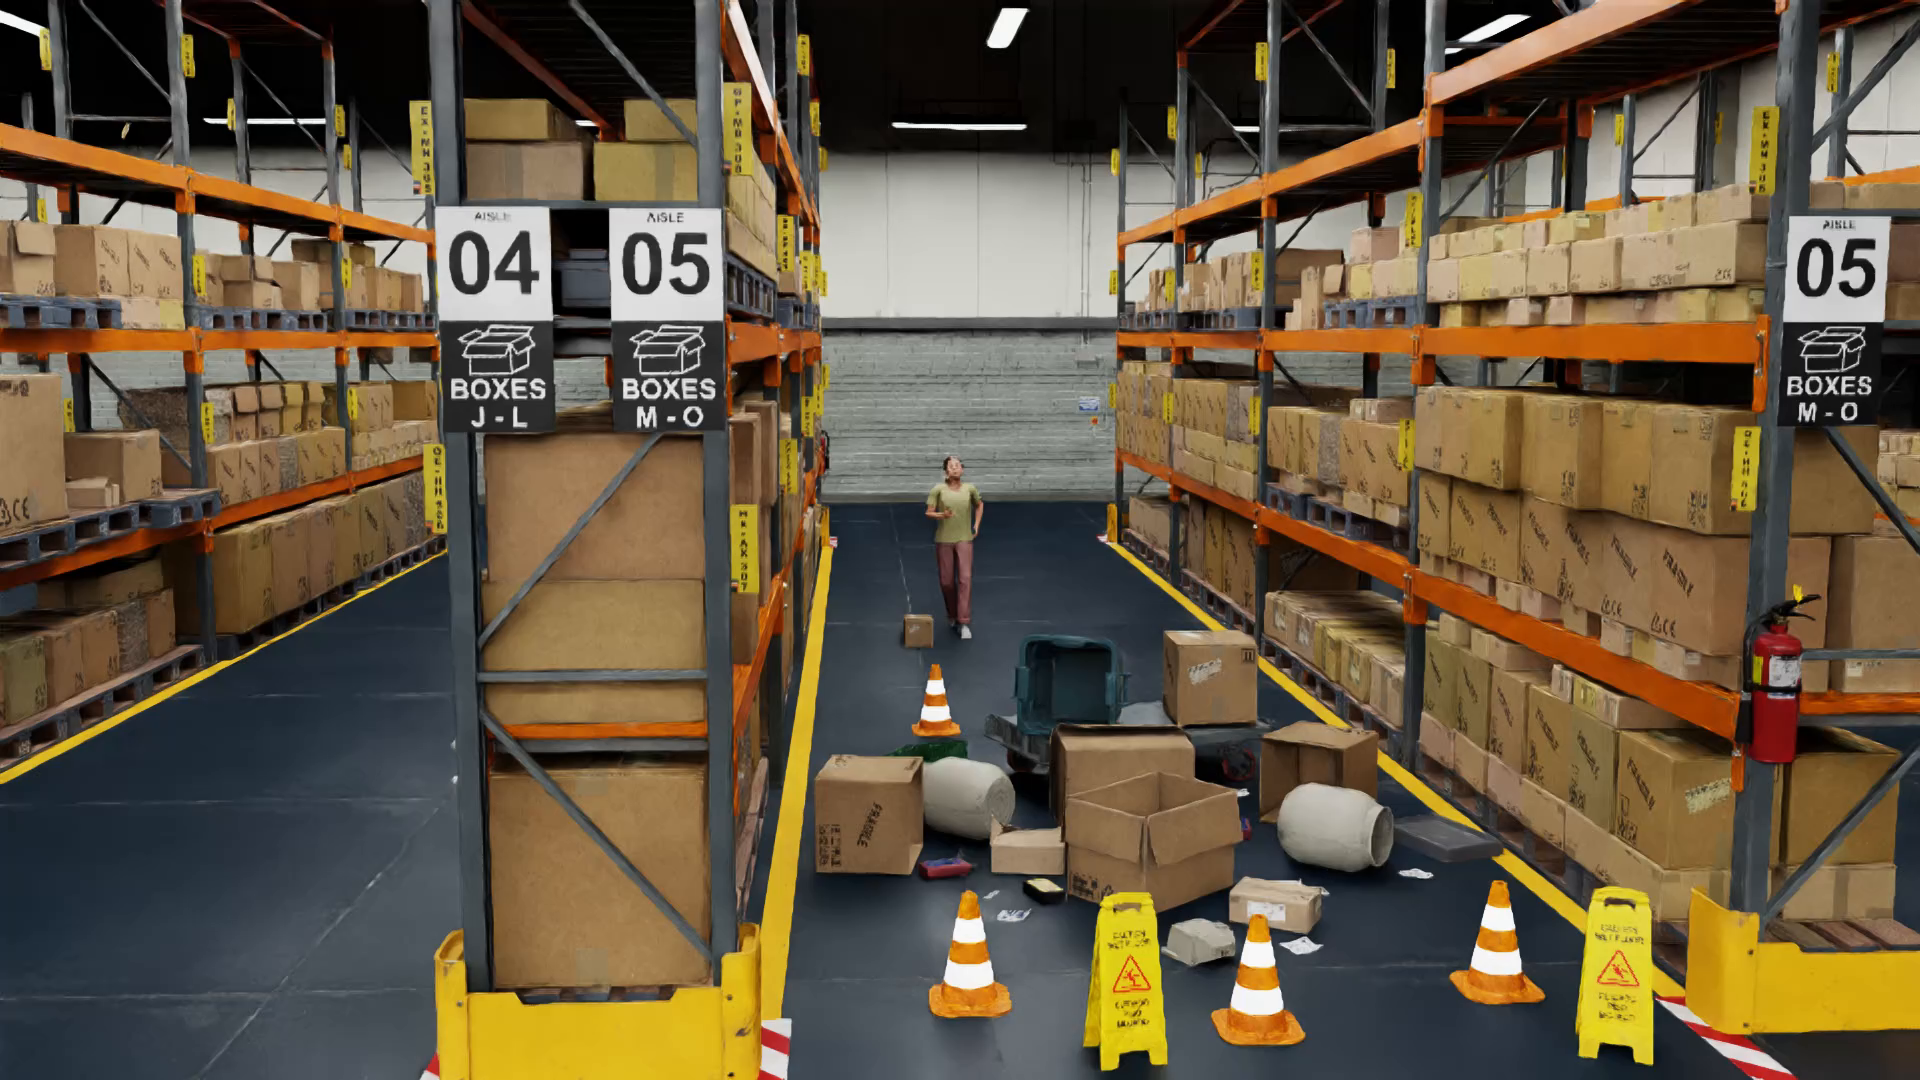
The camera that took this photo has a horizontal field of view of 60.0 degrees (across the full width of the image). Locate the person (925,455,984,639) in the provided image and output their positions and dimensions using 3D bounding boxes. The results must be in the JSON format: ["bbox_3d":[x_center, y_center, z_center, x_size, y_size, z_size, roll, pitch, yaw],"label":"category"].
[{"bbox_3d":[-0.054,0.045,15.464,0.542,1.646,0.806,0,7,1],"label":"person"}]
